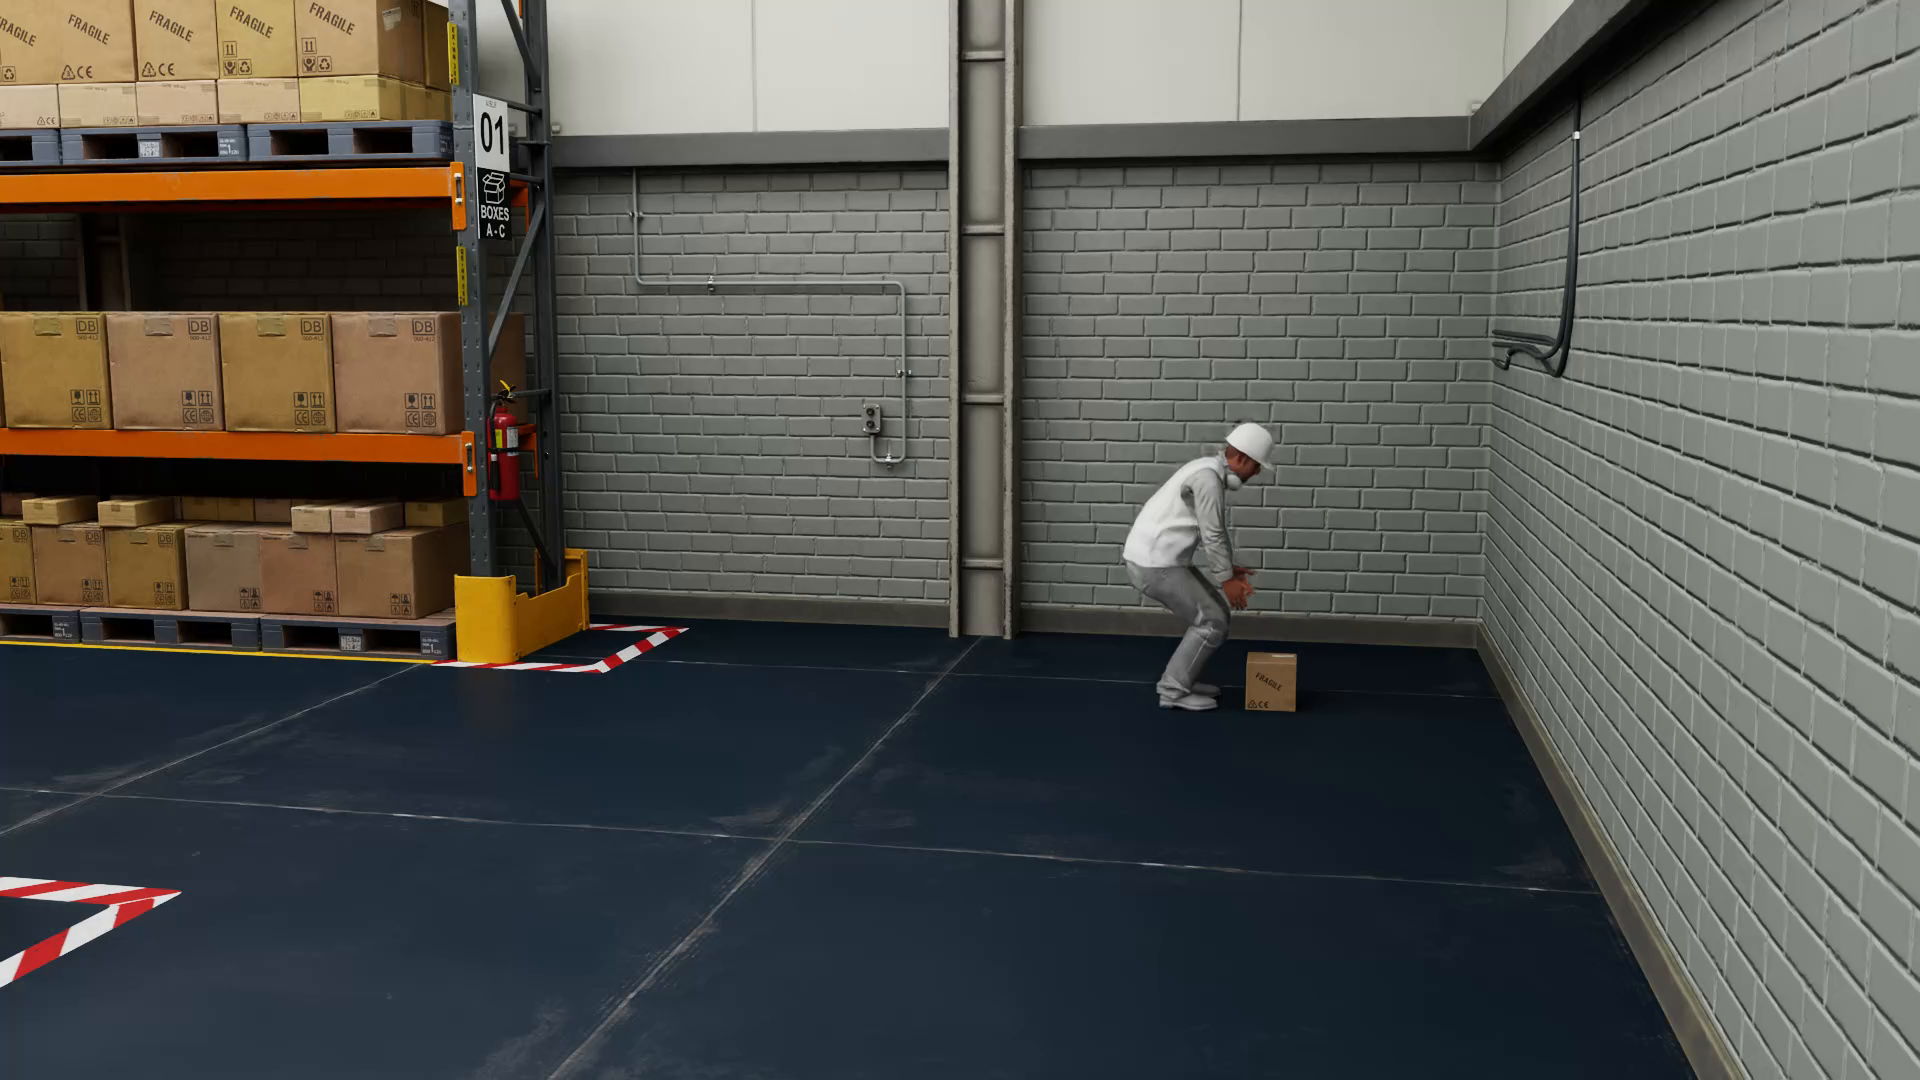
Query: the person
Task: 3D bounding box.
[{"bbox_3d":[1.220,0.122,8.539,0.753,1.449,0.591,2,8,11],"label":"person"}]
